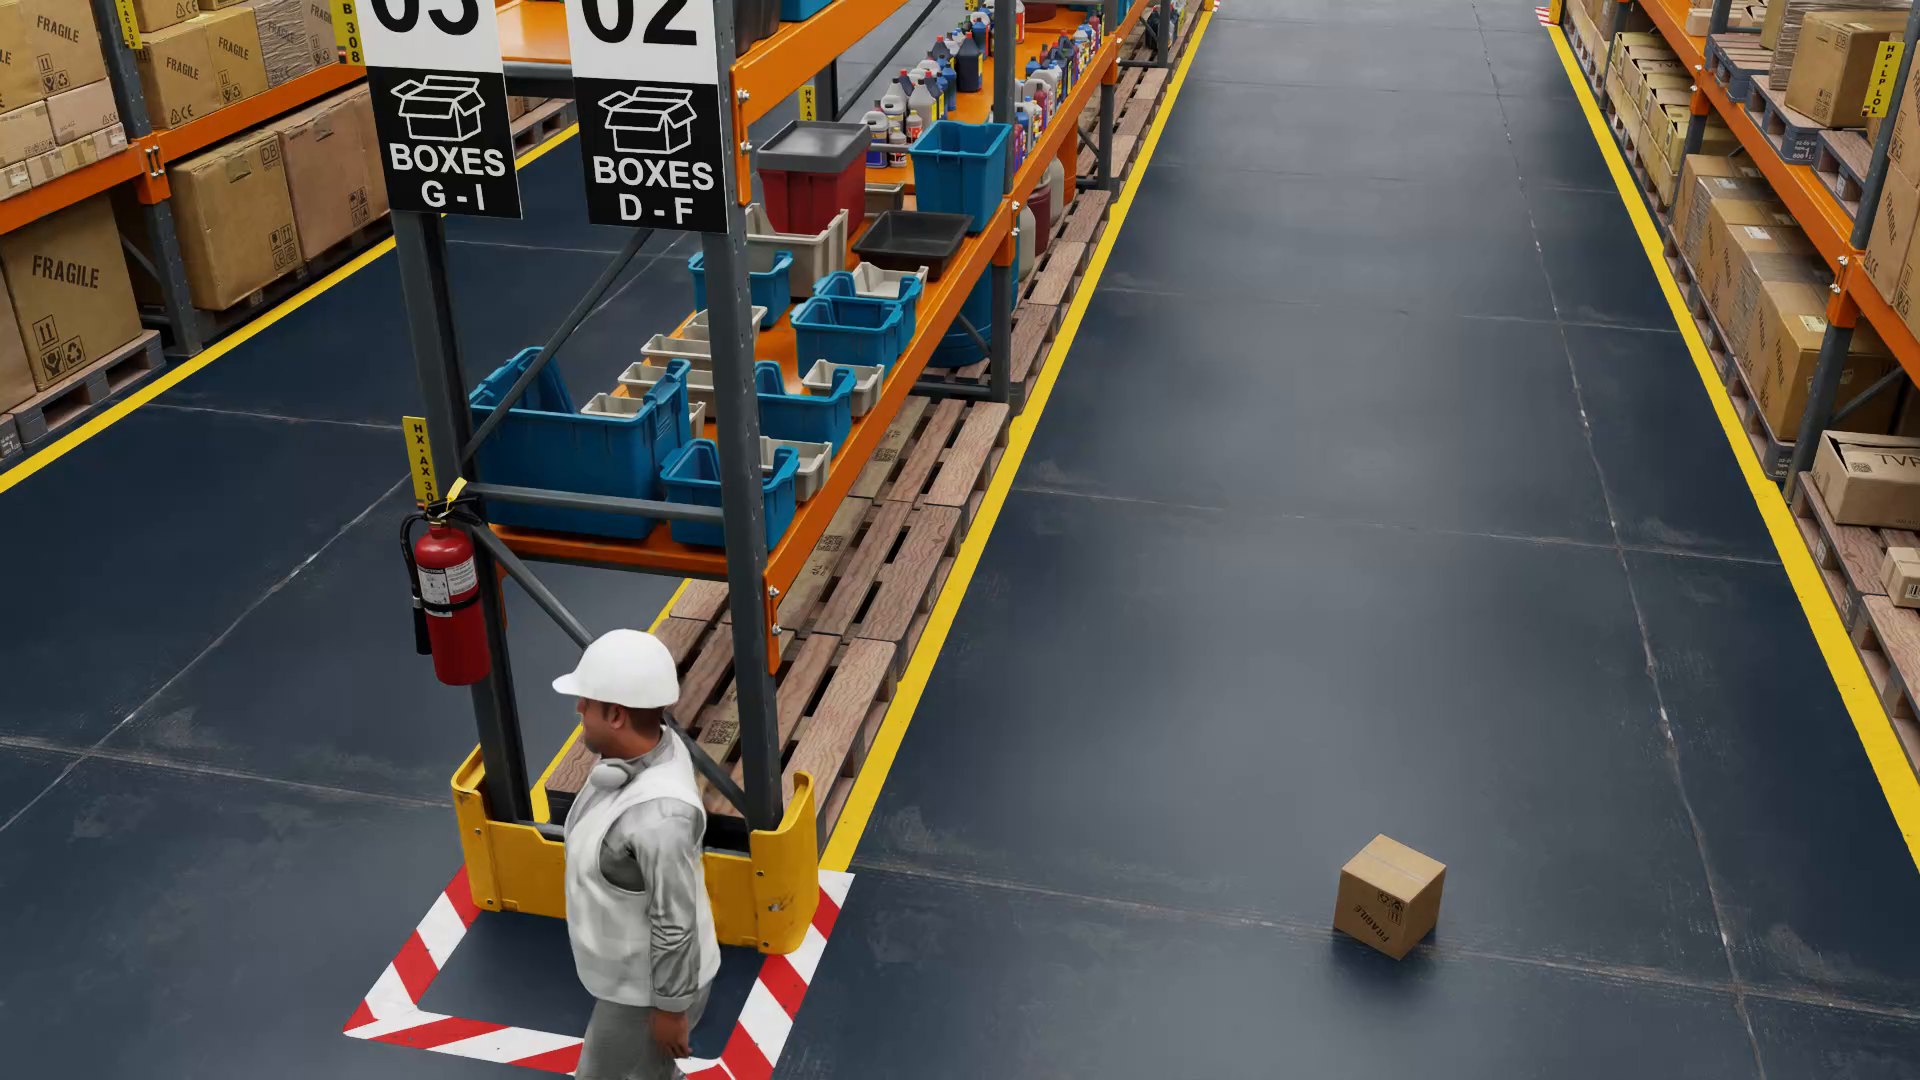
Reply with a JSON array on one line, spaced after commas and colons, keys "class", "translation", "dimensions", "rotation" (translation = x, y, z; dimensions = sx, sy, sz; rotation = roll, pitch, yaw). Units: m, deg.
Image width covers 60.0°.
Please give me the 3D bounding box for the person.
[{"class": "person", "translation": [-0.776, 1.039, 4.166], "dimensions": [0.492, 1.750, 0.572], "rotation": [-7, 29, -13]}]
